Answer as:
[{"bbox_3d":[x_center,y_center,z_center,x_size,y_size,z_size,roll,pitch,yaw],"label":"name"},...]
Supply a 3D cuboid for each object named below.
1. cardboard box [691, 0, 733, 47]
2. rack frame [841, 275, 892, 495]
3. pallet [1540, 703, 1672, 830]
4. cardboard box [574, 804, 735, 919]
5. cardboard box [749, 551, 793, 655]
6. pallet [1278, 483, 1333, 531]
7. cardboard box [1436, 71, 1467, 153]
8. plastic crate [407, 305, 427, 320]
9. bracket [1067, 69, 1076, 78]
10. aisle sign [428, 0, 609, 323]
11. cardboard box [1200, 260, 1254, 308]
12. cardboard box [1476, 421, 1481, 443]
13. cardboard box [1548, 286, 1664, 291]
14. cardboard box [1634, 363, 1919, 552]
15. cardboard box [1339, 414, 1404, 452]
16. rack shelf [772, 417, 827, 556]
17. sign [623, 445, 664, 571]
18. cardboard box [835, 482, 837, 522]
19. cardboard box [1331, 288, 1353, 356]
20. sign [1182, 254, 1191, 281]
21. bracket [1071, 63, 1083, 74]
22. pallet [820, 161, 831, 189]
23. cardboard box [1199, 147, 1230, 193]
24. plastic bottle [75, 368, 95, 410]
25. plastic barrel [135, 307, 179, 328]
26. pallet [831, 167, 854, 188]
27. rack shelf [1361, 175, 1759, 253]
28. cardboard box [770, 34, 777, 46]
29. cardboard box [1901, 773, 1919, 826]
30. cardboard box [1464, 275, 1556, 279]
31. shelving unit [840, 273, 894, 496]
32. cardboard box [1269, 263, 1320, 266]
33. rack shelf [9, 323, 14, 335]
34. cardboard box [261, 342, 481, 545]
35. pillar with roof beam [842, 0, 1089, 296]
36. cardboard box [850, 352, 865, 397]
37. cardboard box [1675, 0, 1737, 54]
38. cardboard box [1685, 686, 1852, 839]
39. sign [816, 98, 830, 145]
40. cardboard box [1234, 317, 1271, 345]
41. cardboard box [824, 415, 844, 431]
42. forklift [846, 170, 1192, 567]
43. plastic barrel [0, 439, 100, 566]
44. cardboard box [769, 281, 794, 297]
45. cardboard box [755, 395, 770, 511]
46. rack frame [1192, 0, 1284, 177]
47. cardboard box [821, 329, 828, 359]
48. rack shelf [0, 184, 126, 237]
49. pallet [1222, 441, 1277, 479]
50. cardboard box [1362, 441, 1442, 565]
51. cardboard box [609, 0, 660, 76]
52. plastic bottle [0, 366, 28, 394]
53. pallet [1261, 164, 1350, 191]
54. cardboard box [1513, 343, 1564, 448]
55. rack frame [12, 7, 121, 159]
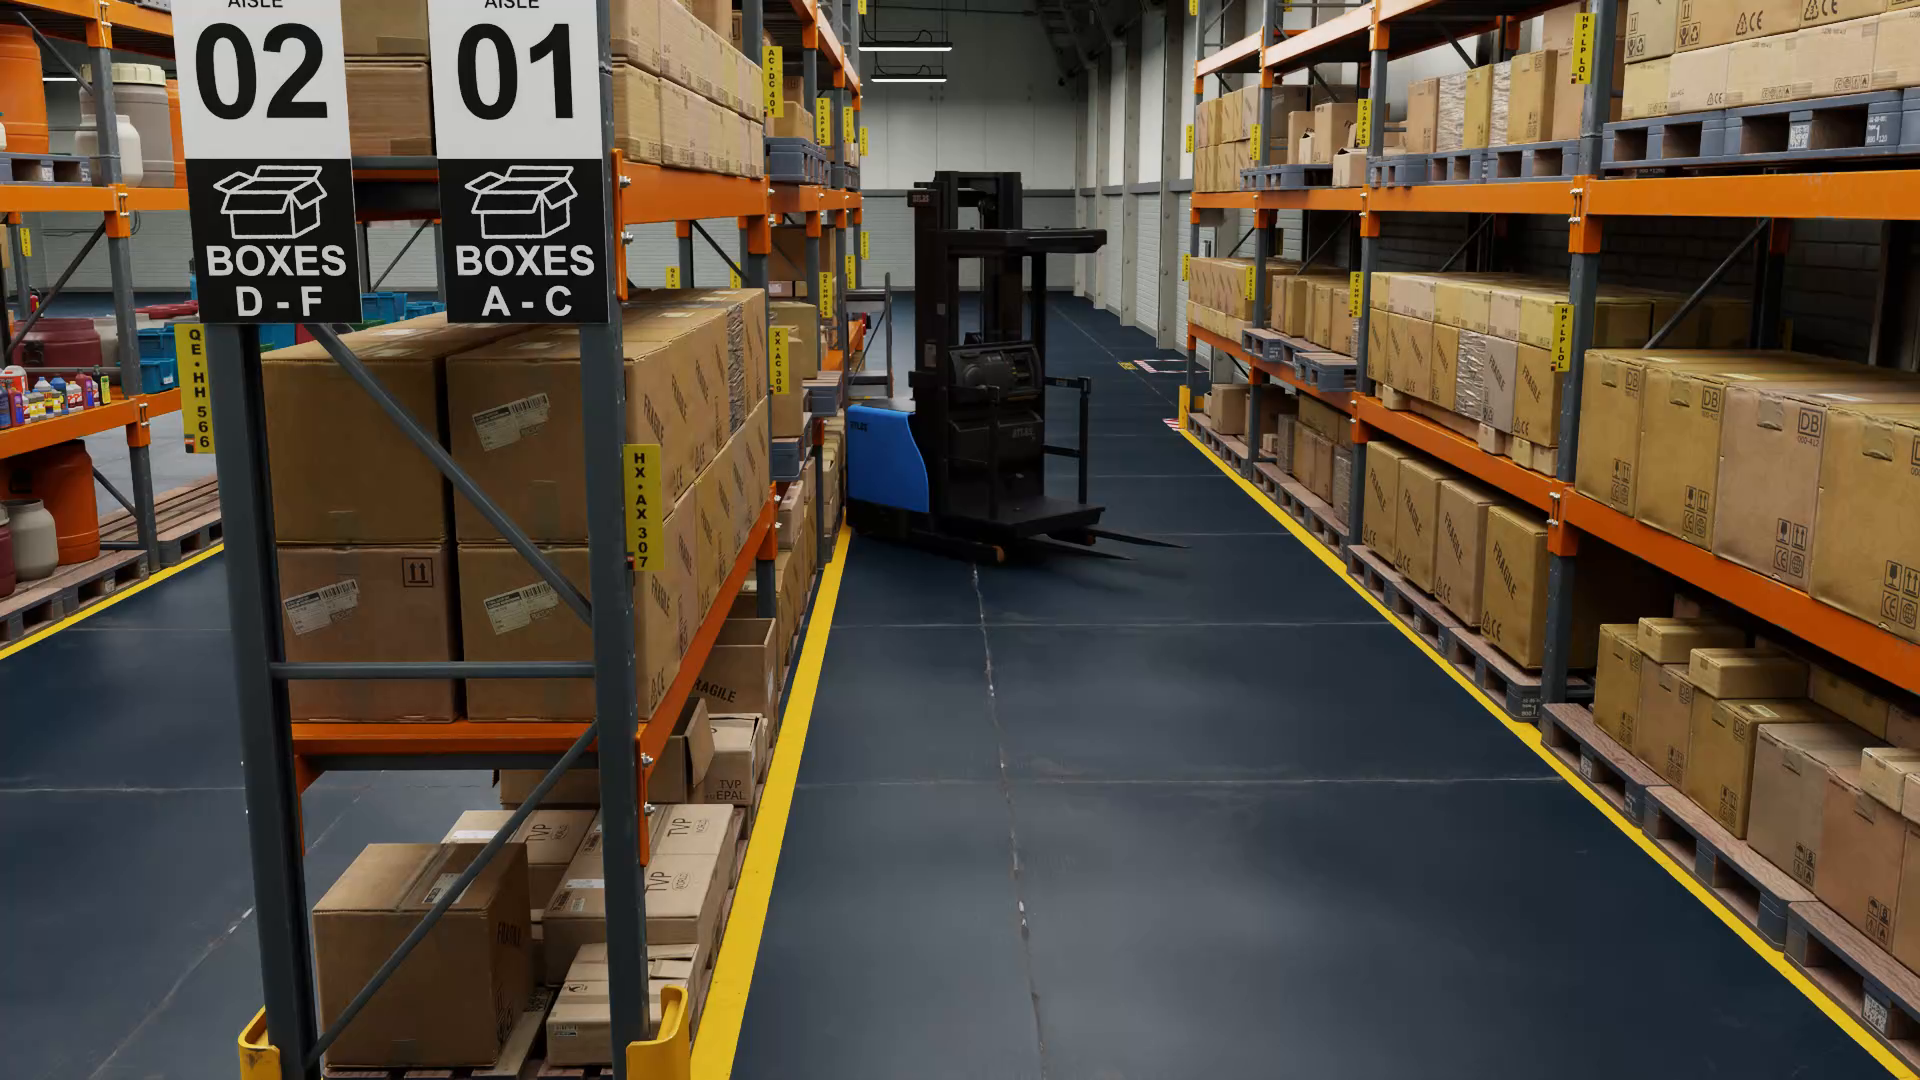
[{"bbox_3d":[-1.387,-2.363,7.350,0.700,0.500,0.500,0,11,-1],"label":"cardboard box"},{"bbox_3d":[-0.777,-1.174,14.034,0.400,2.100,0.015,-1,11,-1],"label":"rack frame"},{"bbox_3d":[3.455,1.047,7.868,1.003,0.211,1.213,0,11,-1],"label":"pallet"},{"bbox_3d":[-1.100,1.169,6.062,0.500,0.250,0.500,0,11,-1],"label":"cardboard box"},{"bbox_3d":[-1.223,0.356,9.439,0.500,0.500,0.500,0,11,0],"label":"cardboard box"},{"bbox_3d":[3.398,-0.297,14.492,1.003,0.211,1.213,0,11,-1],"label":"pallet"},{"bbox_3d":[3.566,-2.800,10.912,0.700,0.500,0.500,-1,12,-4],"label":"cardboard box"},{"bbox_3d":[-6.318,-2.516,18.788,0.499,0.251,0.408,0,11,-1],"label":"plastic crate"},{"bbox_3d":[3.183,-13.305,47.453,0.235,0.232,0.430,0,11,-1],"label":"bracket"},{"bbox_3d":[-1.057,-0.917,3.994,0.394,0.787,0.004,0,11,-1],"label":"aisle sign"},{"bbox_3d":[2.984,-2.863,18.568,0.500,0.500,0.500,-1,11,-3],"label":"cardboard box"},{"bbox_3d":[3.236,-0.627,9.685,0.380,0.149,0.250,0,11,-1],"label":"cardboard box"},{"bbox_3d":[3.736,-1.339,9.680,0.500,0.250,0.500,-1,11,-3],"label":"cardboard box"},{"bbox_3d":[3.522,-0.365,7.060,0.980,0.700,0.700,-1,11,-3],"label":"cardboard box"},{"bbox_3d":[3.419,-0.881,13.651,0.500,0.250,0.500,0,11,0],"label":"cardboard box"},{"bbox_3d":[-1.476,-0.495,10.264,1.077,0.370,4.000,0,11,-1],"label":"rack shelf"},{"bbox_3d":[-0.810,-0.081,4.239,0.100,0.325,0.005,0,11,-1],"label":"sign"},{"bbox_3d":[-1.246,-0.309,13.395,0.500,0.250,0.500,-1,11,-3],"label":"cardboard box"},{"bbox_3d":[3.377,-1.735,13.210,0.700,0.500,0.500,-1,12,-7],"label":"cardboard box"},{"bbox_3d":[2.727,-3.278,19.998,0.100,0.325,0.005,0,11,-1],"label":"sign"},{"bbox_3d":[3.236,-12.792,44.929,0.076,0.066,4.783,0,11,-1],"label":"bracket"},{"bbox_3d":[-1.621,-2.757,12.536,1.213,0.211,1.003,0,11,1],"label":"pallet"},{"bbox_3d":[3.002,-4.211,18.925,0.500,0.500,0.500,1,11,3],"label":"cardboard box"},{"bbox_3d":[-6.030,-1.044,11.453,0.061,0.283,0.133,0,11,-1],"label":"plastic bottle"},{"bbox_3d":[-6.728,-1.664,13.877,0.433,0.535,0.433,0,11,0],"label":"plastic barrel"},{"bbox_3d":[-1.666,-3.878,17.810,1.003,0.211,1.213,0,11,-1],"label":"pallet"},{"bbox_3d":[3.476,-1.986,10.070,1.077,0.370,4.000,0,11,-1],"label":"rack shelf"},{"bbox_3d":[-1.515,-3.167,11.317,0.500,0.500,0.500,0,11,-1],"label":"cardboard box"},{"bbox_3d":[3.301,0.862,5.366,0.380,0.149,0.250,0,11,-2],"label":"cardboard box"},{"bbox_3d":[3.711,-1.646,11.193,0.500,0.250,0.500,-1,11,-3],"label":"cardboard box"},{"bbox_3d":[-0.783,-1.221,14.273,0.431,2.100,0.503,-1,11,-1],"label":"shelving unit"},{"bbox_3d":[3.540,-2.661,17.574,0.500,0.500,0.500,0,11,0],"label":"cardboard box"},{"bbox_3d":[-11.546,-2.045,17.906,1.077,0.370,4.000,0,11,-1],"label":"rack shelf"},{"bbox_3d":[-1.636,-0.281,4.635,0.500,0.500,0.500,0,11,-2],"label":"cardboard box"},{"bbox_3d":[-0.775,-11.607,48.138,9.100,9.000,0.548,0,11,-1],"label":"pillar with roof beam"},{"bbox_3d":[-1.374,-1.956,19.629,0.500,0.500,0.500,0,11,-1],"label":"cardboard box"},{"bbox_3d":[3.269,-2.245,6.720,0.500,0.500,0.500,0,11,-2],"label":"cardboard box"},{"bbox_3d":[3.446,0.899,6.814,0.700,0.500,0.500,0,11,0],"label":"cardboard box"},{"bbox_3d":[-0.975,-2.970,11.812,0.100,0.325,0.005,0,11,-1],"label":"sign"},{"bbox_3d":[3.040,-2.091,16.646,0.500,0.250,0.500,0,11,-1],"label":"cardboard box"},{"bbox_3d":[-1.288,-0.991,15.347,0.500,0.311,0.500,0,11,0],"label":"cardboard box"},{"bbox_3d":[0.429,-1.346,12.819,1.130,2.935,3.031,-11,16,-42],"label":"forklift"},{"bbox_3d":[-6.443,-0.271,11.751,0.600,0.830,0.708,0,11,-1],"label":"plastic barrel"},{"bbox_3d":[-1.820,-2.460,16.259,0.380,0.149,0.250,0,11,-1],"label":"cardboard box"},{"bbox_3d":[-1.168,-0.401,7.738,0.500,0.500,0.500,0,11,0],"label":"cardboard box"},{"bbox_3d":[3.270,-5.797,19.498,1.000,3.000,0.127,0,11,-1],"label":"rack frame"},{"bbox_3d":[-1.398,-1.800,15.227,0.396,0.266,0.258,-1,11,-3],"label":"cardboard box"},{"bbox_3d":[-6.428,-1.945,9.869,1.077,0.370,4.000,0,11,-1],"label":"rack shelf"},{"bbox_3d":[3.303,-0.828,17.110,1.003,0.211,1.213,0,11,-1],"label":"pallet"},{"bbox_3d":[3.319,-0.272,11.705,0.750,0.750,0.750,0,11,-2],"label":"cardboard box"},{"bbox_3d":[-1.102,-1.400,4.489,0.500,0.250,0.500,0,11,-1],"label":"cardboard box"},{"bbox_3d":[-6.632,-1.078,11.640,0.152,0.276,0.135,0,11,-1],"label":"plastic bottle"},{"bbox_3d":[3.283,-3.110,14.273,1.213,0.211,1.003,0,11,-1],"label":"pallet"},{"bbox_3d":[3.256,-0.766,8.743,0.500,0.500,0.500,0,11,-2],"label":"cardboard box"},{"bbox_3d":[-6.470,-4.166,11.459,1.000,3.000,0.127,0,11,-1],"label":"rack frame"}]
